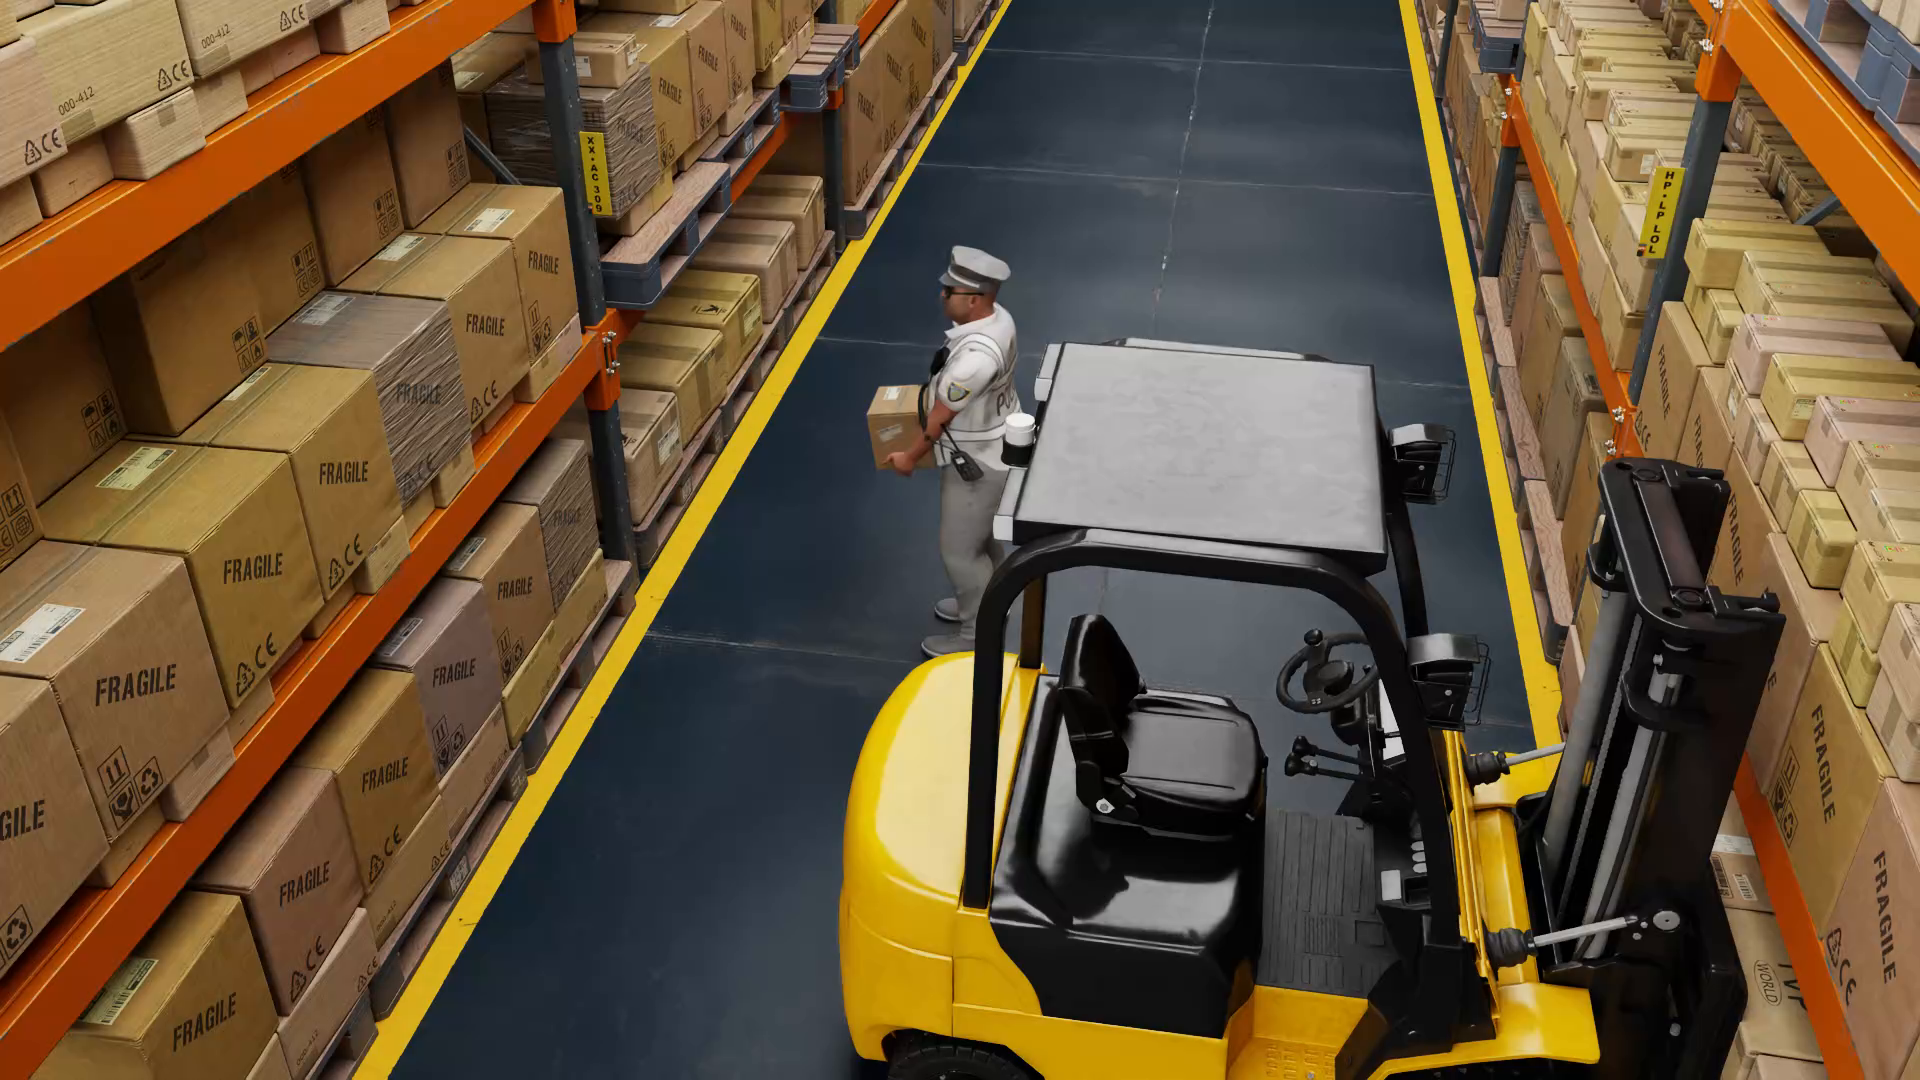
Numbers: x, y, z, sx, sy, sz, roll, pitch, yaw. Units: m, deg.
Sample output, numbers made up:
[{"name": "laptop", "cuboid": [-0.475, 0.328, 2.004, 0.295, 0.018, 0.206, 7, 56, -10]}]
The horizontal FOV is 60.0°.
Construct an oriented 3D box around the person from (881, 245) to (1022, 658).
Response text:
[{"name": "person", "cuboid": [-0.017, -0.341, 6.662, 0.568, 1.771, 0.490, 5, 33, 8]}]
